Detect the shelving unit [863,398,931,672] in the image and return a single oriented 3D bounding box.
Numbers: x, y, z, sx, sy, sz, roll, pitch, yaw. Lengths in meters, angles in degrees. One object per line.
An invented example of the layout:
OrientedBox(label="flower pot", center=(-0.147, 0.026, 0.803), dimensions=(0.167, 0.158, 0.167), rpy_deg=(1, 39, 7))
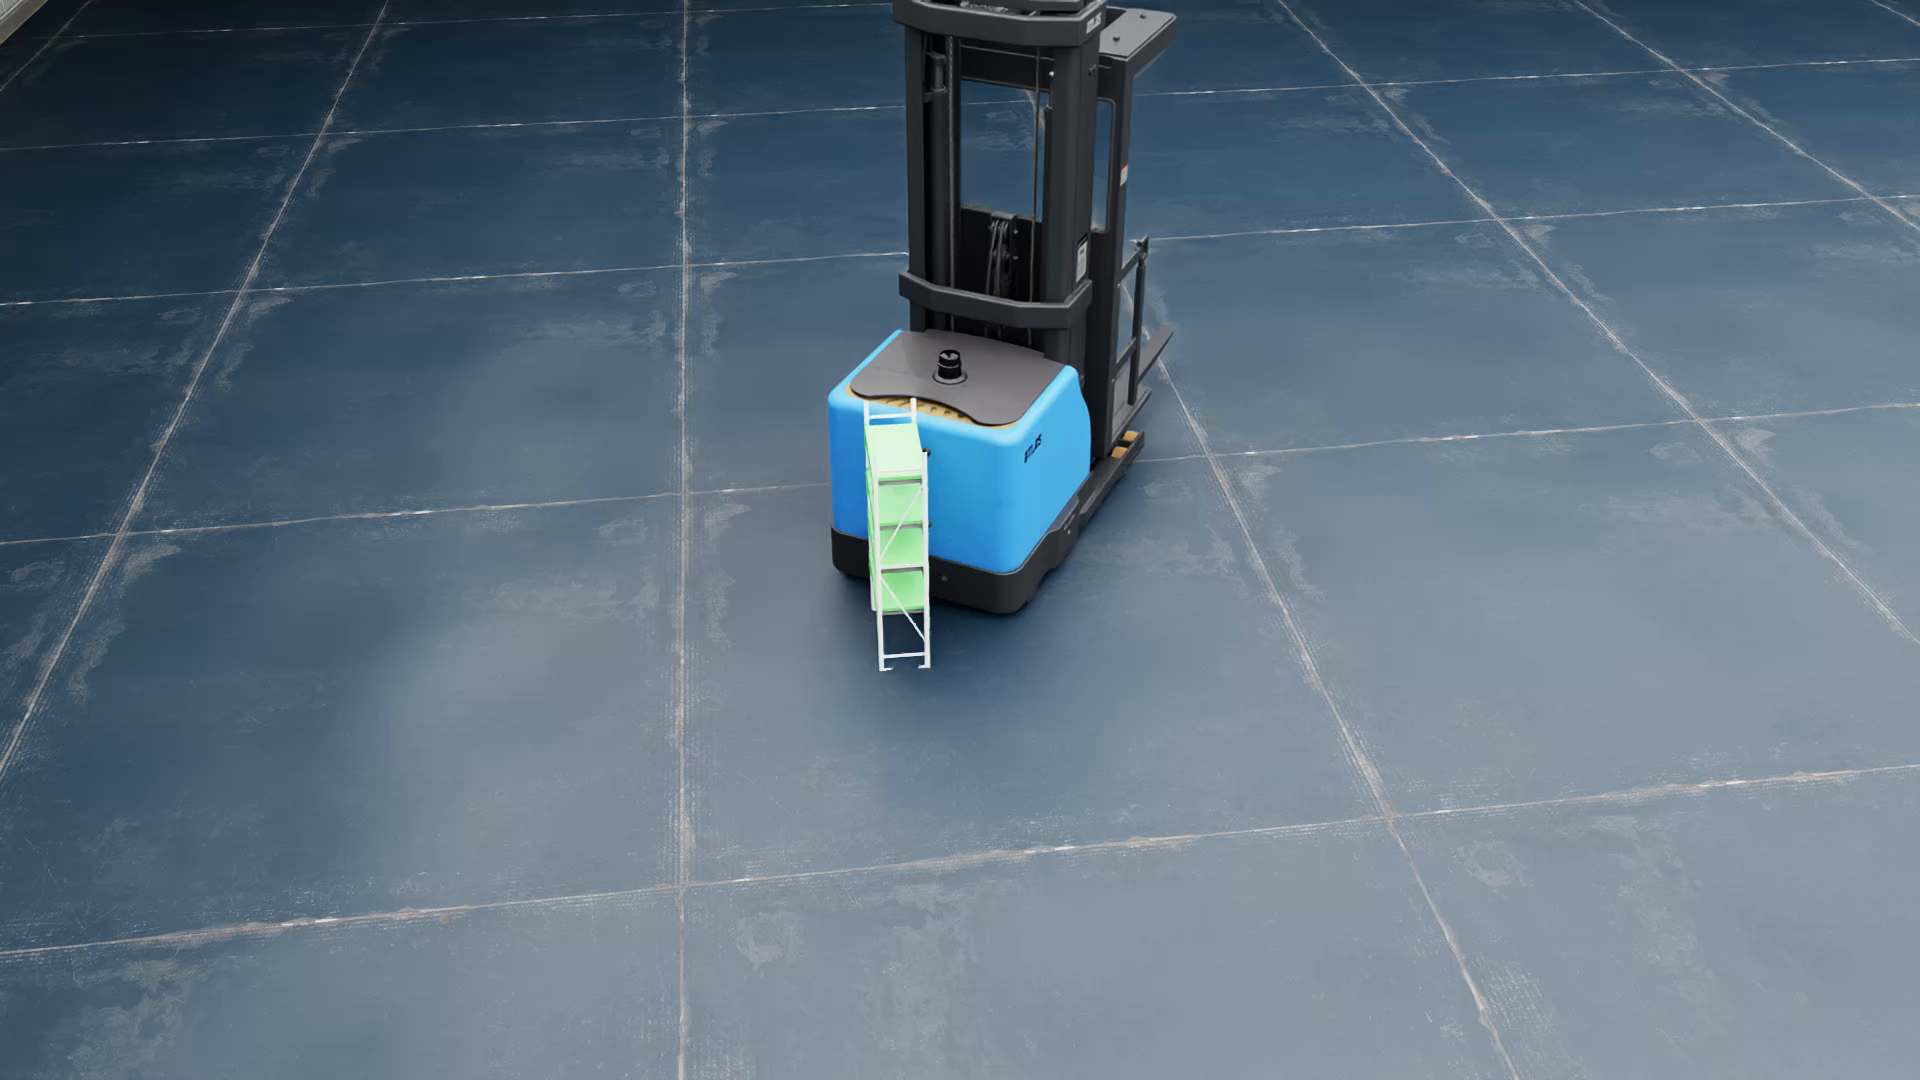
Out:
OrientedBox(label="shelving unit", center=(-0.295, -0.014, 7.834), dimensions=(0.258, 1.200, 0.503), rpy_deg=(-4, 34, -6))

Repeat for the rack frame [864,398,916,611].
OrientedBox(label="rack frame", center=(-0.325, -0.151, 8.034), dimensions=(0.240, 1.200, 0.015), rpy_deg=(-4, 34, -6))

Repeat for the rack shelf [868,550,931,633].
OrientedBox(label="rack shelf", center=(-0.295, 0.237, 8.005), dimensions=(0.258, 0.148, 0.480), rpy_deg=(-4, 34, -6))

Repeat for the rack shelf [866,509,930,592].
OrientedBox(label="rack shelf", center=(-0.295, 0.038, 7.870), dimensions=(0.258, 0.148, 0.480), rpy_deg=(-4, 34, -6))

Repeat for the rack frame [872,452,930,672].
OrientedBox(label="rack frame", center=(-0.266, 0.122, 7.634), dimensions=(0.240, 1.200, 0.015), rpy_deg=(-4, 34, -6))

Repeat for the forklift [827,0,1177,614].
OrientedBox(label="forklift", center=(0.412, -1.666, 8.720), dimensions=(1.130, 2.935, 3.031), rpy_deg=(14, 37, 20))

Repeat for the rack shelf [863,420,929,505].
OrientedBox(label="rack shelf", center=(-0.295, -0.358, 7.600), dimensions=(0.258, 0.148, 0.480), rpy_deg=(-4, 34, -6))

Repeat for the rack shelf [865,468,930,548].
OrientedBox(label="rack shelf", center=(-0.295, -0.160, 7.735), dimensions=(0.258, 0.148, 0.480), rpy_deg=(-4, 34, -6))
